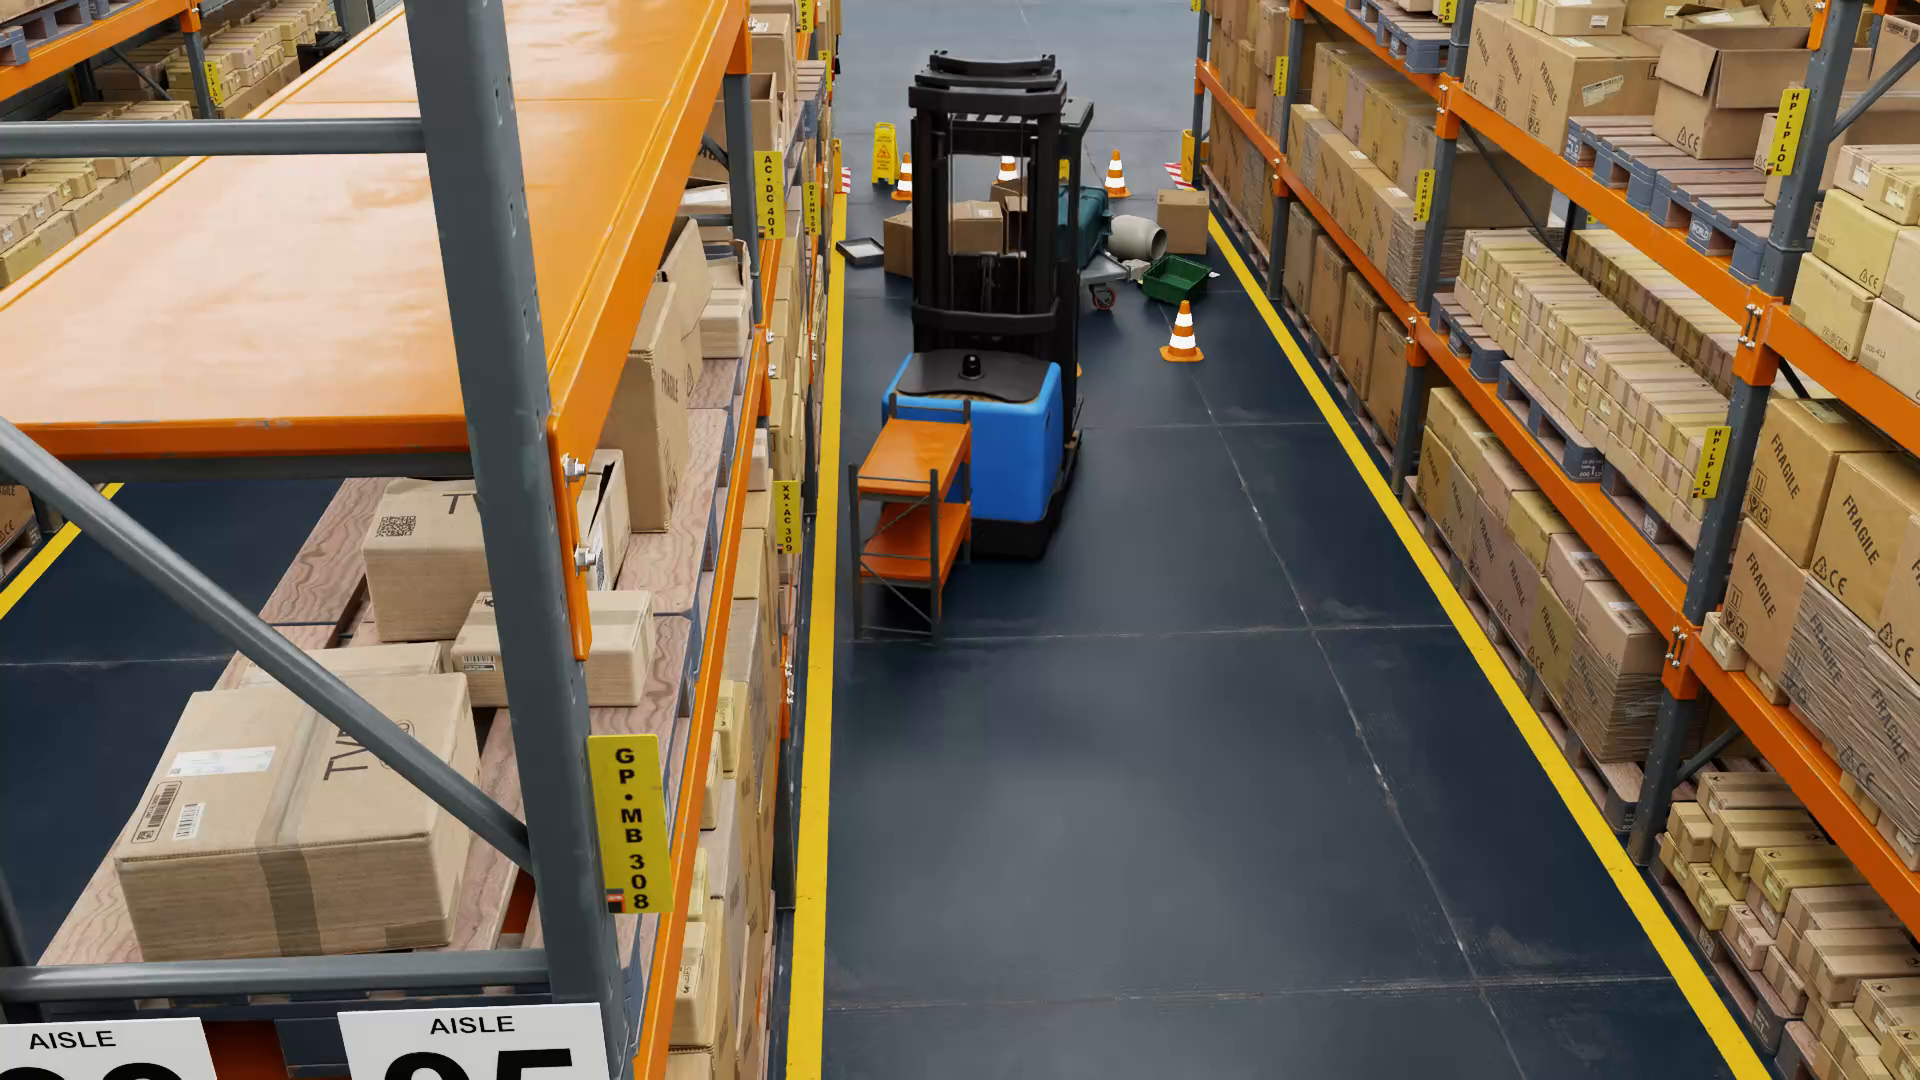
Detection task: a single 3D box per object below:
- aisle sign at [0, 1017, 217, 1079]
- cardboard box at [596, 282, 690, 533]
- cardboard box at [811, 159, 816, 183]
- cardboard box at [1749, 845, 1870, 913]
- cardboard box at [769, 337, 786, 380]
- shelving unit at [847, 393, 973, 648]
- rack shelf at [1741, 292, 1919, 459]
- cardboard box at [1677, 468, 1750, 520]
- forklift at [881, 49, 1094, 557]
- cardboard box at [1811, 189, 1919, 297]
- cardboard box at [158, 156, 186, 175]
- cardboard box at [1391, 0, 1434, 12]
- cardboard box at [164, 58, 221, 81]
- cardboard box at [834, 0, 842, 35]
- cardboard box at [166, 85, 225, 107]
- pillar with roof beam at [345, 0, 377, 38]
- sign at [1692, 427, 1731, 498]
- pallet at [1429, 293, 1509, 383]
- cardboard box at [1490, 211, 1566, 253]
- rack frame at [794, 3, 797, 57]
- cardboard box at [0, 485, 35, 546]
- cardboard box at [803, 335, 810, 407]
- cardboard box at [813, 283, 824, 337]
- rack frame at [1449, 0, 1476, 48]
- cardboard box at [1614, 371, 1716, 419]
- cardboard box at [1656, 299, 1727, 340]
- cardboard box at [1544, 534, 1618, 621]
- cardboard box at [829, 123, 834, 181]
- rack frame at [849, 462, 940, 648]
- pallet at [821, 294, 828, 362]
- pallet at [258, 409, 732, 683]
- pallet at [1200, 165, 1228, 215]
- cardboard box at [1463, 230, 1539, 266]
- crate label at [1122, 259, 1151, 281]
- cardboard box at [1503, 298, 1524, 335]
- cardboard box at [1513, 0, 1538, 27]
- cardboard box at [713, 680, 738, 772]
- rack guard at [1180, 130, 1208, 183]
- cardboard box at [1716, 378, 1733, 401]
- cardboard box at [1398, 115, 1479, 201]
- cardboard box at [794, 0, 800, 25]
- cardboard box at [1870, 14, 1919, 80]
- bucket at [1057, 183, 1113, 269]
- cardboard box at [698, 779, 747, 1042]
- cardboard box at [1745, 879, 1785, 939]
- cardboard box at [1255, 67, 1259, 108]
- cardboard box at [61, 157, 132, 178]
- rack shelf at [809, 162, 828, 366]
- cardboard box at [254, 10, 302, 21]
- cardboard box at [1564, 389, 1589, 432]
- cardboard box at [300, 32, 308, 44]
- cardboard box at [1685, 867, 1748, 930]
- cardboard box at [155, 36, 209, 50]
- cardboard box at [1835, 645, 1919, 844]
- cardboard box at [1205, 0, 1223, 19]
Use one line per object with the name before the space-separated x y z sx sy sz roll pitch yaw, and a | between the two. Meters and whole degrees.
aisle sign | -1.348 1.078 2.690 0.394 0.787 0.004 -1 28 -3
cardboard box | -0.998 -0.349 4.325 0.500 0.500 0.500 -1 28 -2
cardboard box | -1.304 -2.838 12.827 0.380 0.149 0.250 -1 28 -2
cardboard box | 3.515 1.399 6.872 0.380 0.149 0.250 -2 28 -3
cardboard box | -1.041 -0.589 7.509 0.500 0.500 0.500 -2 28 -3
shelving unit | -0.275 -0.136 9.856 0.538 1.125 1.048 5 28 9
rack shelf | 3.791 0.089 4.932 1.077 0.370 4.000 -1 28 -3
cardboard box | 3.469 -0.209 7.465 0.380 0.149 0.250 -1 28 -1
forklift | 0.274 -1.856 11.201 1.130 2.935 3.031 5 28 9
cardboard box | 3.472 -1.081 6.018 0.500 0.250 0.500 0 28 -1
cardboard box | -6.311 -2.927 12.803 0.500 0.250 0.500 -2 28 -4
cardboard box | 3.124 -3.667 10.890 0.500 0.311 0.500 -1 28 -3
cardboard box | -6.468 -3.967 14.042 0.380 0.149 0.250 -1 28 -2
cardboard box | -1.485 -5.121 15.876 0.700 0.500 0.500 -2 28 -3
cardboard box | -6.380 -3.716 13.883 0.380 0.149 0.250 -2 28 -3
pillar with roof beam | -3.712 -10.269 20.770 9.100 9.000 0.400 -1 28 -3
sign | 3.133 -0.322 6.933 0.100 0.325 0.005 -1 28 -3
pallet | 3.621 -1.259 10.190 1.213 0.211 1.003 -1 28 -3
cardboard box | 3.724 -1.929 11.159 0.500 0.500 0.500 -1 28 -2
rack frame | -1.460 -4.164 9.066 1.000 3.000 0.127 -1 28 -3
cardboard box | -6.180 -0.271 10.336 0.500 0.500 0.500 -1 28 -1
cardboard box | -1.132 -0.975 9.600 0.500 0.250 0.500 -1 28 -2
cardboard box | -1.598 -1.799 13.405 0.950 0.372 0.625 0 28 1
rack frame | 3.478 -4.331 9.384 1.000 3.000 0.127 -1 28 -3
cardboard box | 3.430 -0.707 8.099 0.380 0.149 0.250 -1 28 -3
cardboard box | 4.027 -1.197 9.037 0.380 0.149 0.250 0 28 0
cardboard box | 3.382 0.191 8.641 0.500 0.250 0.500 0 28 0
cardboard box | -1.545 -3.894 16.743 0.500 0.500 0.500 0 28 -1
rack frame | -0.367 0.095 9.413 0.500 1.125 0.032 5 28 9
pallet | -1.627 -1.756 13.950 1.003 0.211 1.213 -1 28 -3
pallet | -1.158 -0.008 4.436 1.003 0.211 1.213 -1 28 -3
pallet | 3.180 -3.761 17.796 1.003 0.211 1.213 -1 28 -3
cardboard box | 3.309 -1.789 10.173 0.380 0.149 0.250 -1 28 -3
crate label | 1.634 -2.519 15.493 0.298 0.136 0.250 -23 35 -37
cardboard box | 3.350 -1.284 9.527 0.380 0.149 0.250 -1 28 -2
cardboard box | 3.251 -2.953 9.050 0.396 0.266 0.258 -1 28 -3
cardboard box | -0.823 0.527 4.667 0.380 0.149 0.250 -2 28 -4
rack guard | 3.059 -4.268 18.455 1.175 0.500 0.348 -1 28 -3
cardboard box | 4.066 -0.707 8.419 0.380 0.149 0.250 0 28 -1
cardboard box | 3.437 -2.599 11.363 0.700 0.500 0.500 -2 28 -3
cardboard box | -1.290 -2.896 9.312 0.797 0.503 0.637 -3 28 -6
cardboard box | 8.129 -3.673 13.508 1.000 1.000 1.000 -1 28 -2
bucket | 0.959 -2.748 14.733 0.726 0.611 0.620 8 39 15
cardboard box | -0.852 0.998 4.466 0.500 0.500 0.500 -2 28 -3
cardboard box | 3.538 1.524 6.954 0.380 0.149 0.250 -2 28 -3
cardboard box | 3.276 -4.260 15.574 0.875 0.550 0.550 -1 28 -3
cardboard box | -6.199 -2.700 11.935 0.380 0.149 0.250 -2 28 -4
rack shelf | -1.565 -2.109 12.390 1.077 0.370 4.000 -1 28 -3
cardboard box | -6.582 -5.031 16.083 0.380 0.149 0.250 -1 28 -2
cardboard box | 3.397 -0.678 8.687 0.380 0.149 0.250 0 28 0
cardboard box | -6.479 -4.780 15.925 0.380 0.149 0.250 -2 28 -4
cardboard box | 3.399 1.553 7.219 0.380 0.149 0.250 -1 28 -1
cardboard box | -6.979 -4.426 14.924 0.380 0.149 0.250 -2 28 -3
cardboard box | 3.484 0.697 5.802 0.500 0.500 0.500 -2 28 -4
cardboard box | 3.041 -5.738 17.241 0.875 0.550 0.550 -1 28 -3
